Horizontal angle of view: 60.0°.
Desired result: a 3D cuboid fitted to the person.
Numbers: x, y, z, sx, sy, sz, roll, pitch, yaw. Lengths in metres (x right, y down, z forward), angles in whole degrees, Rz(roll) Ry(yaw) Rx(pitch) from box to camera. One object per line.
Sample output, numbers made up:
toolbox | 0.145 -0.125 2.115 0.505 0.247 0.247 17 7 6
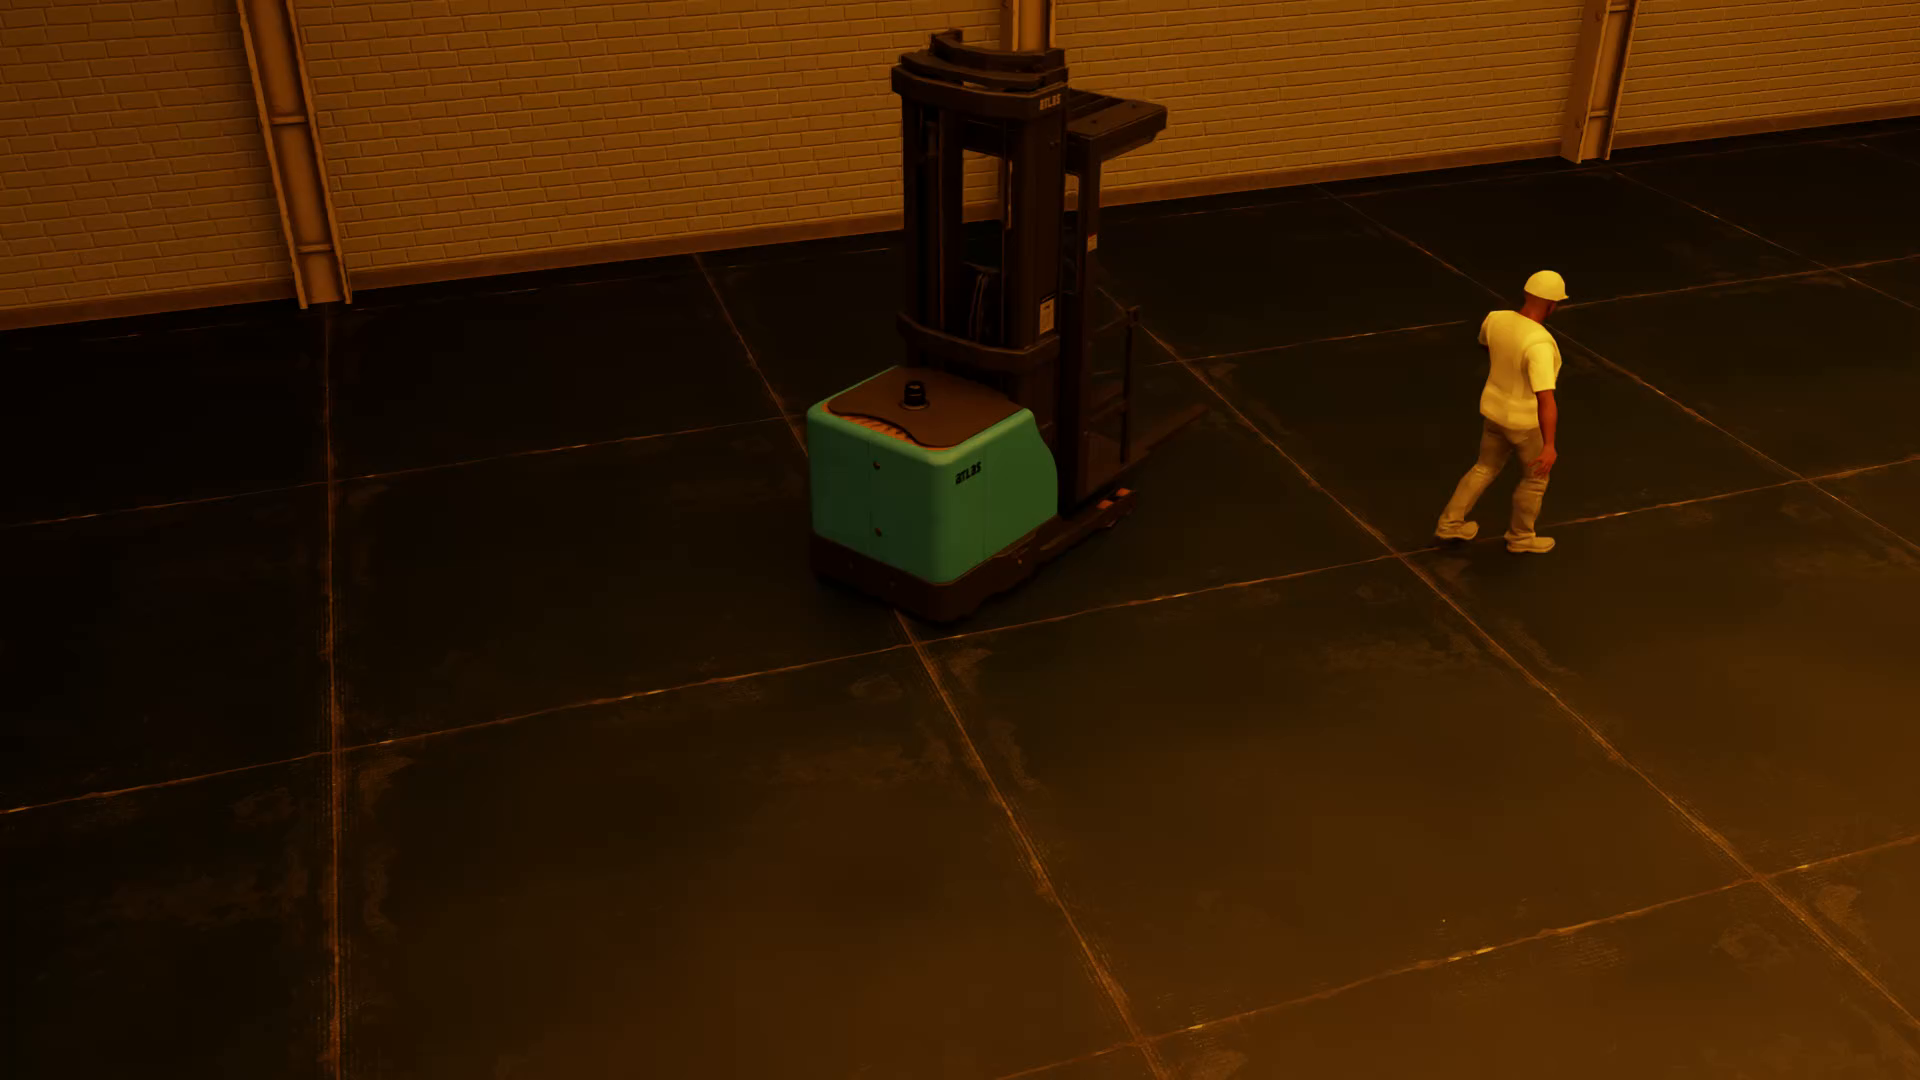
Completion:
person | 3.215 -0.713 9.522 0.740 1.745 0.982 -12 32 -20

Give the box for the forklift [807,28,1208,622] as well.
forklift | 0.453 -1.488 9.673 1.130 2.935 3.031 22 36 33
